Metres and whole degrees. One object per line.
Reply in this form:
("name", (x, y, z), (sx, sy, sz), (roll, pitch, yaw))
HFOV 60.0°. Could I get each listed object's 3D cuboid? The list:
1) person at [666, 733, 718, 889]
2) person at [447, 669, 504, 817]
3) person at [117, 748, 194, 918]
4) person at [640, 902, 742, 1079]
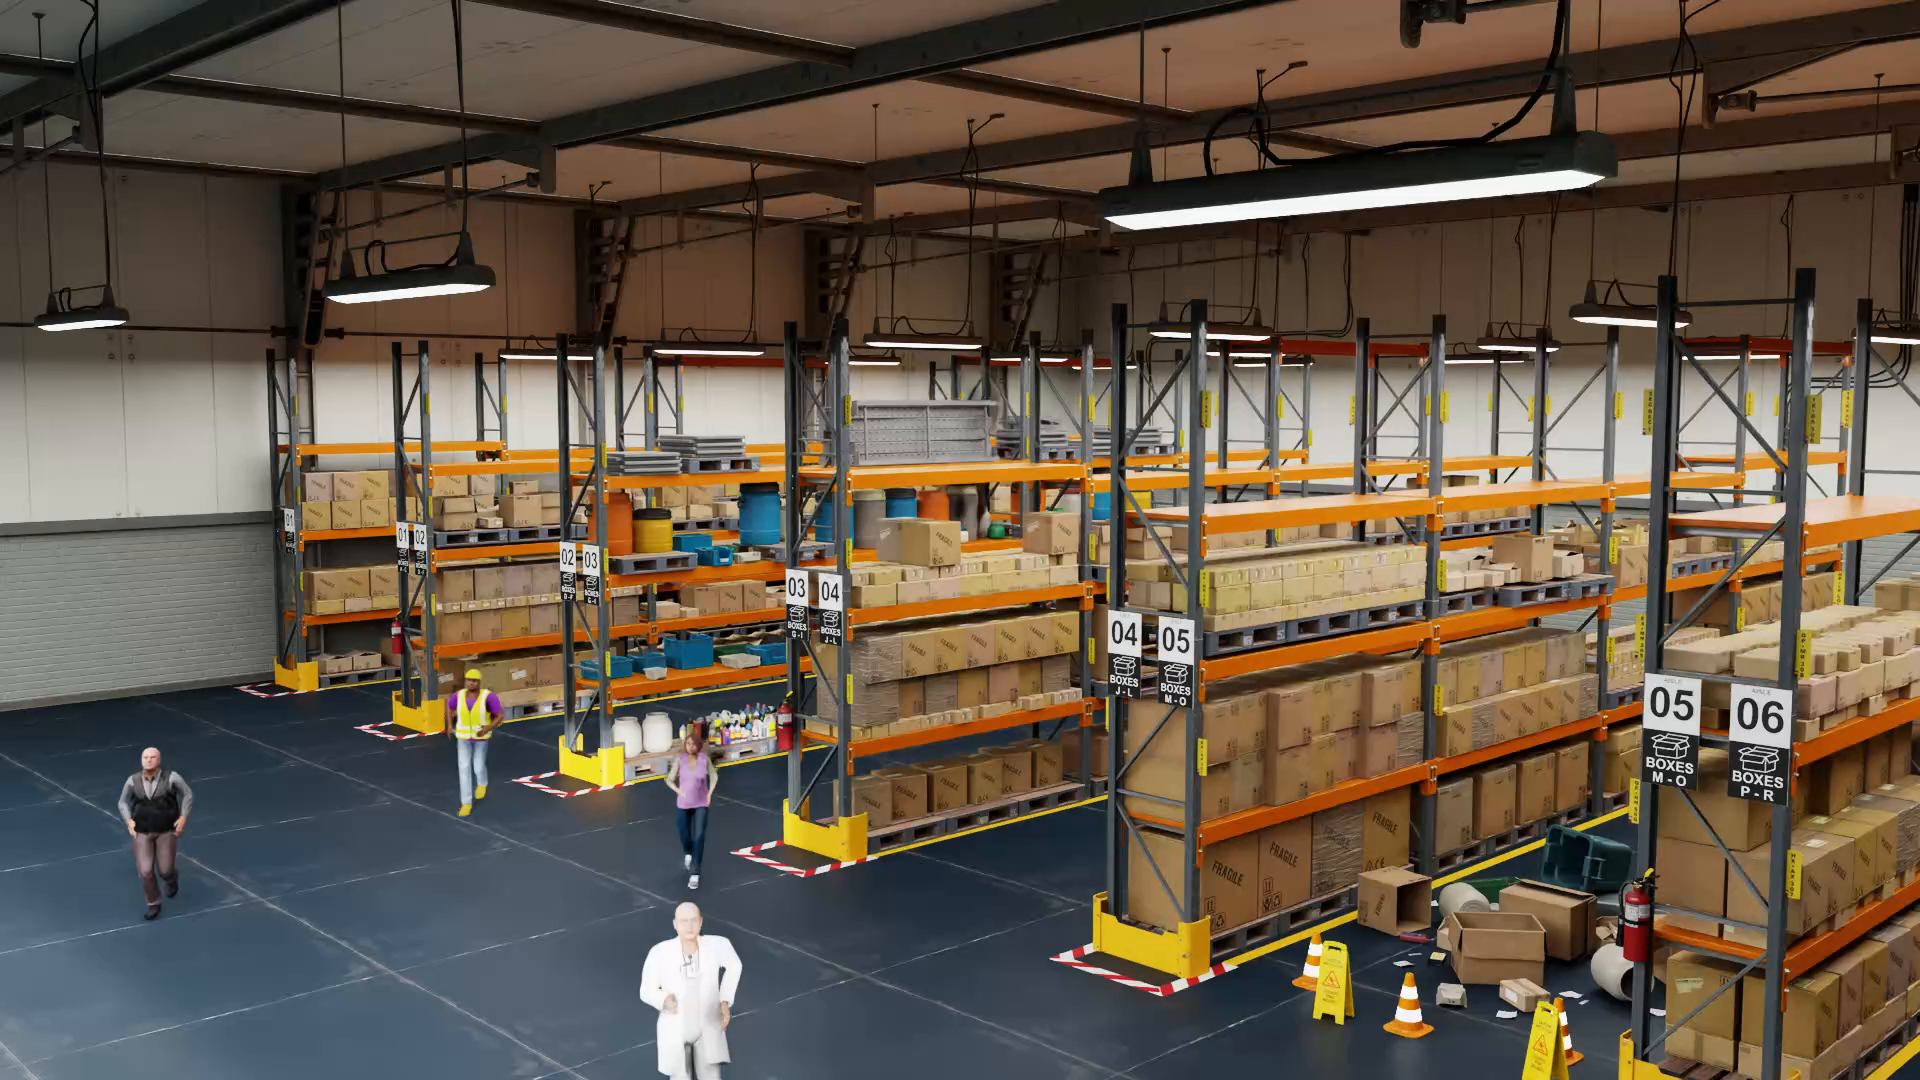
("person", (-2.856, 2.845, 17.715), (0.537, 1.597, 0.711), (0, 5, -3))
("person", (-6.081, 2.487, 20.835), (0.718, 1.776, 0.935), (-1, 5, -7))
("person", (-8.035, 2.894, 16.633), (0.690, 1.675, 0.600), (-2, 5, -18))
("person", (-1.790, 3.330, 11.129), (0.684, 1.797, 0.724), (-1, 5, -11))
